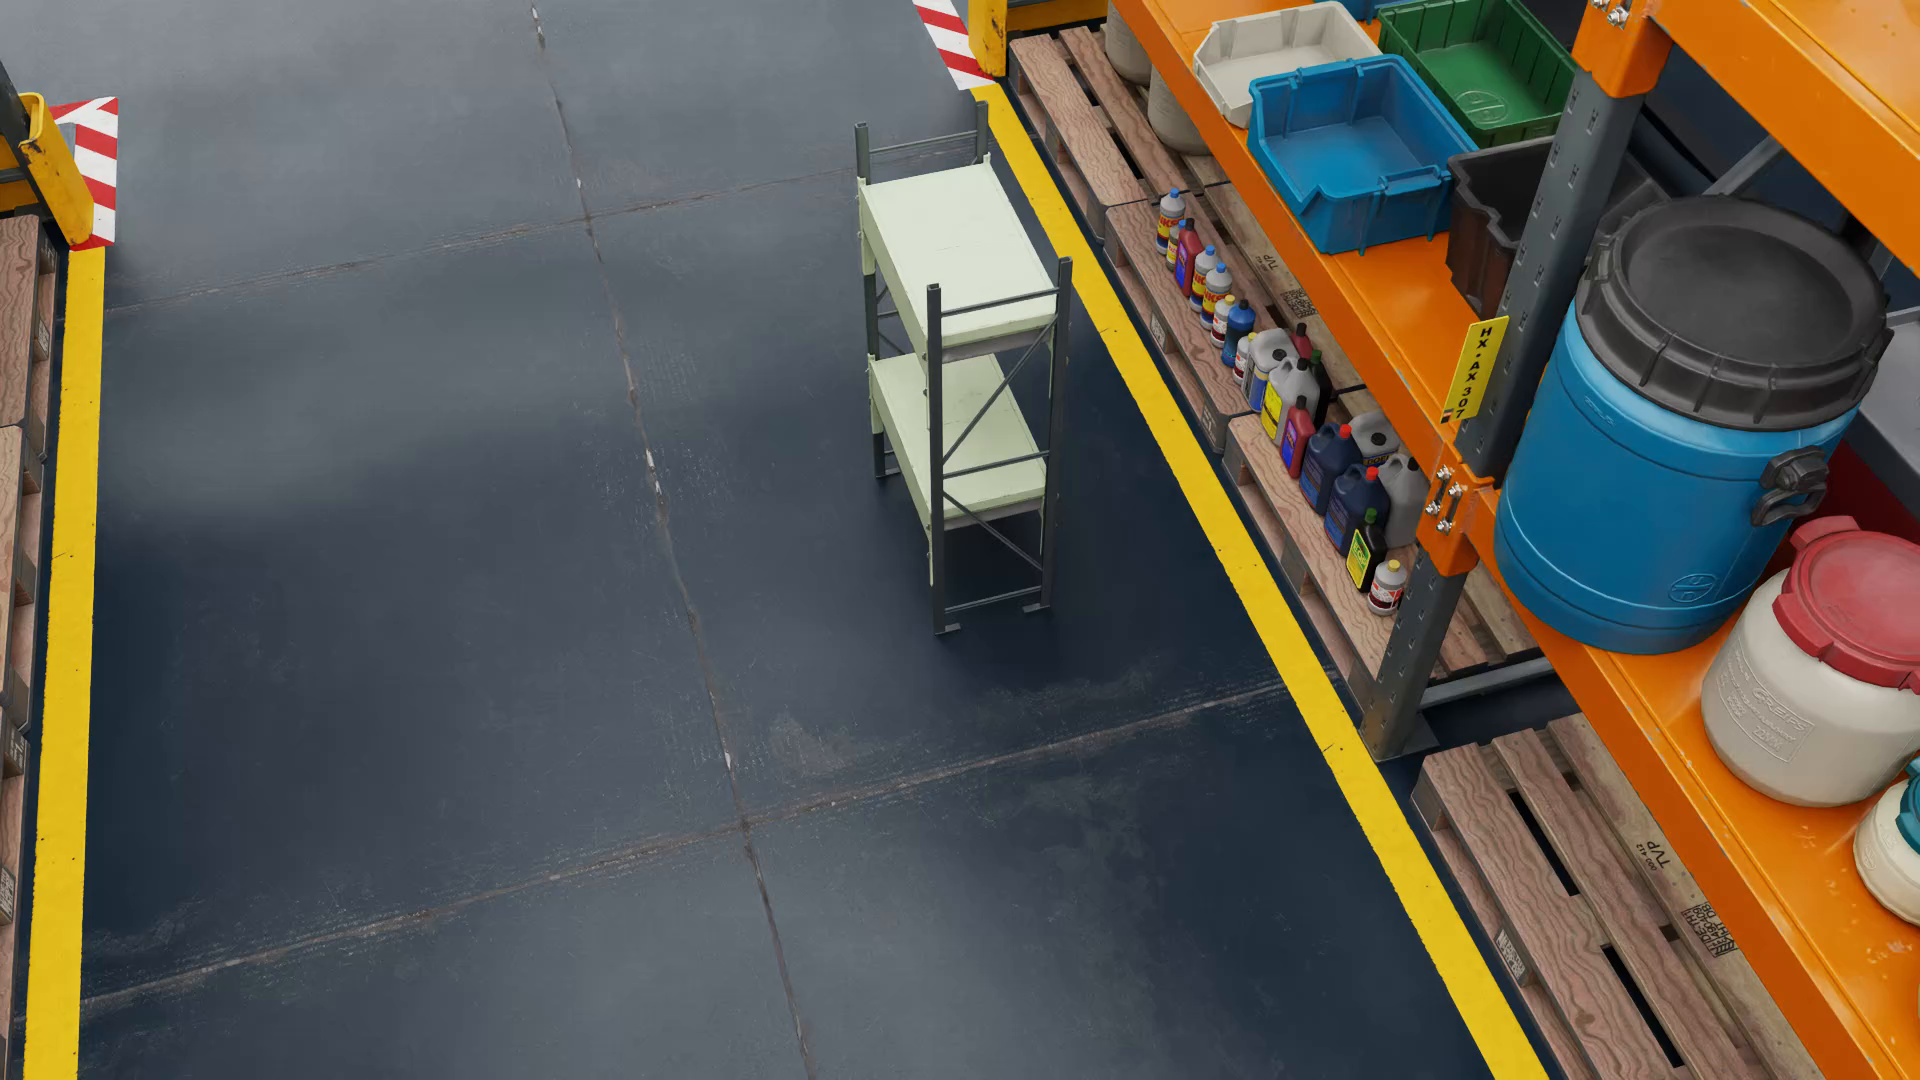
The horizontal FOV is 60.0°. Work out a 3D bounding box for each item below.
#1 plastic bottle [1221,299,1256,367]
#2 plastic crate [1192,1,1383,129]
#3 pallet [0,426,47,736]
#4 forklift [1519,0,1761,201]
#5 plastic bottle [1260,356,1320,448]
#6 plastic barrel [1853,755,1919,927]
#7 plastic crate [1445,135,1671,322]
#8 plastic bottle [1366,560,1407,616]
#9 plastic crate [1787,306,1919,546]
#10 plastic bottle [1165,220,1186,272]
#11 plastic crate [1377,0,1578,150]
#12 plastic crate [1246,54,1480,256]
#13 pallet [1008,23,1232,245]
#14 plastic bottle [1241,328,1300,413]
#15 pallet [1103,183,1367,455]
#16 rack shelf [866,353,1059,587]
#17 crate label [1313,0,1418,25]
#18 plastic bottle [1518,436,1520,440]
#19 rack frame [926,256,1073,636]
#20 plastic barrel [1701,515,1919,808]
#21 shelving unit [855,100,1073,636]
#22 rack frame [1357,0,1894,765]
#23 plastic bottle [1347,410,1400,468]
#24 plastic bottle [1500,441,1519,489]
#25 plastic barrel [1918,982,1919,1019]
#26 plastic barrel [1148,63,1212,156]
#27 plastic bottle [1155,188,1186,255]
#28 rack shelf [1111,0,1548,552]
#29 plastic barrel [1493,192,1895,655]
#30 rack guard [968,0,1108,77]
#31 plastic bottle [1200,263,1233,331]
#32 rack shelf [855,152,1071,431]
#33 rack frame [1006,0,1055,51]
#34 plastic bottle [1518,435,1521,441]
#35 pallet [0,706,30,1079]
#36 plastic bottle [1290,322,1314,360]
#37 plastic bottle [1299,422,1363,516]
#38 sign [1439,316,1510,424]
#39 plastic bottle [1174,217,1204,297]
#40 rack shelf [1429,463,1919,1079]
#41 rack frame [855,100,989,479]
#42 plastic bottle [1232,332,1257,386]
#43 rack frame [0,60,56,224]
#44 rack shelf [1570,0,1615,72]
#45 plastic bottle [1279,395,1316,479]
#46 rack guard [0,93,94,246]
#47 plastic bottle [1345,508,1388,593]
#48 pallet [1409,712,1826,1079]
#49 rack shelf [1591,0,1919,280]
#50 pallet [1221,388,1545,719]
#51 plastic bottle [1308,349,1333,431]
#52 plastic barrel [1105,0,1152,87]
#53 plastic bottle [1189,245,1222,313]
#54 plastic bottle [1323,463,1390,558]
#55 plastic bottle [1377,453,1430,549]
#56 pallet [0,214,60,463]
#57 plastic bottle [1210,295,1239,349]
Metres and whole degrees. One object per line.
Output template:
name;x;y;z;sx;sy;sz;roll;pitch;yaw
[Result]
plastic bottle;0.993;-0.745;5.913;0.097;0.271;0.097;0;50;0
plastic crate;1.025;-1.471;5.200;0.530;0.136;0.437;-13;51;-11
pallet;-3.582;0.217;5.429;1.003;0.211;1.213;-13;51;-11
forklift;2.418;-3.153;6.491;1.130;2.935;3.031;-13;51;-11
plastic bottle;1.129;-0.496;5.651;0.144;0.351;0.185;-14;51;-11
plastic barrel;1.992;0.619;3.357;0.301;0.262;0.301;0;50;0
plastic crate;1.713;-0.818;4.518;0.767;0.338;0.504;-13;51;-11
plastic bottle;1.342;0.139;5.214;0.097;0.201;0.097;0;50;0
plastic crate;2.182;-0.163;3.884;0.402;0.464;0.583;-13;51;-11
plastic bottle;0.833;-1.118;6.273;0.097;0.201;0.097;0;50;0
plastic crate;1.615;-1.414;5.119;0.450;0.188;0.662;-13;51;-11
plastic crate;1.160;-1.126;4.834;0.499;0.251;0.616;-13;51;-11
pallet;0.866;-1.810;7.138;1.003;0.211;1.213;-13;51;-11
plastic bottle;1.084;-0.592;5.781;0.152;0.276;0.135;-12;51;-10
pallet;1.224;-0.921;6.388;1.003;0.211;1.213;-13;51;-11
rack shelf;-0.002;-0.278;5.430;0.431;0.370;0.720;-13;51;-11
crate label;1.367;-2.077;5.516;0.502;0.435;0.616;-13;51;-11
plastic bottle;1.767;-0.366;5.541;0.144;0.351;0.185;-13;51;-11
rack frame;0.106;-0.221;4.955;0.400;1.500;0.023;-13;51;-11
plastic barrel;1.820;0.278;3.465;0.433;0.535;0.433;0;50;0
shelving unit;-0.002;-0.488;5.181;0.431;1.500;0.755;-13;51;-11
rack frame;1.747;-0.427;4.148;1.000;3.000;0.127;-13;51;-11
plastic bottle;1.358;-0.288;5.525;0.152;0.276;0.135;-13;51;-11
plastic bottle;1.848;-0.230;5.471;0.061;0.283;0.133;-13;51;-11
plastic barrel;2.037;0.814;3.013;0.433;0.535;0.433;0;50;0
plastic barrel;0.980;-1.852;6.702;0.421;0.512;0.421;0;50;0
plastic bottle;0.802;-1.216;6.310;0.097;0.271;0.097;0;50;0
rack shelf;1.155;-1.656;5.654;1.077;0.370;4.000;-13;51;-11
plastic barrel;1.572;-0.238;3.661;0.600;0.901;0.708;-13;51;-11
rack guard;0.631;-2.498;7.529;1.175;0.500;0.348;-13;51;-11
plastic bottle;0.933;-0.893;6.037;0.097;0.271;0.097;0;50;0
rack shelf;-0.002;-0.740;4.882;0.431;0.370;0.720;-13;51;-11
rack frame;0.564;-3.348;6.611;1.000;3.000;0.127;-13;51;-11
plastic bottle;1.904;-0.398;5.569;0.144;0.351;0.185;-12;51;-10
pallet;-3.217;1.109;4.677;1.003;0.211;1.213;-13;51;-11
plastic bottle;1.186;-0.618;5.798;0.061;0.283;0.133;-13;51;-11
plastic bottle;1.224;-0.260;5.452;0.144;0.351;0.185;-16;52;-13
sign;1.218;-0.400;3.944;0.100;0.325;0.005;-13;51;-11
plastic bottle;0.852;-1.050;6.163;0.061;0.283;0.133;-13;51;-10
rack shelf;2.338;1.266;3.192;1.077;0.370;4.000;-13;51;-11
rack frame;-0.110;-0.756;5.406;0.400;1.500;0.023;-13;51;-11
plastic bottle;1.023;-0.648;5.877;0.097;0.201;0.097;0;50;0
rack frame;-4.168;-2.228;5.667;1.000;3.000;0.127;-13;51;-11
rack shelf;1.155;-2.623;4.508;1.077;0.370;4.000;-13;51;-11
plastic bottle;1.136;-0.348;5.570;0.061;0.283;0.133;-10;51;-9
rack guard;-4.145;-1.367;6.576;1.175;0.500;0.348;-13;51;-11
plastic bottle;1.289;0.030;5.252;0.061;0.283;0.133;-11;51;-9
pallet;2.016;1.037;4.738;1.003;0.211;1.213;-13;51;-11
rack shelf;2.338;0.299;2.045;1.077;0.370;4.000;-13;51;-11
pallet;1.588;-0.028;5.636;1.003;0.211;1.213;-13;51;-11
plastic bottle;1.219;-0.516;5.712;0.061;0.283;0.133;-13;51;-11
plastic barrel;0.831;-2.218;7.011;0.421;0.512;0.421;0;50;0
plastic bottle;0.904;-0.966;6.099;0.097;0.271;0.097;0;50;0
plastic bottle;1.281;-0.120;5.334;0.144;0.351;0.185;-15;51;-12
plastic bottle;1.419;-0.153;5.362;0.144;0.351;0.185;-13;51;-11
pallet;-3.939;-0.673;6.179;1.003;0.211;1.213;-13;51;-11
plastic bottle;0.963;-0.798;6.003;0.097;0.201;0.097;0;50;0
